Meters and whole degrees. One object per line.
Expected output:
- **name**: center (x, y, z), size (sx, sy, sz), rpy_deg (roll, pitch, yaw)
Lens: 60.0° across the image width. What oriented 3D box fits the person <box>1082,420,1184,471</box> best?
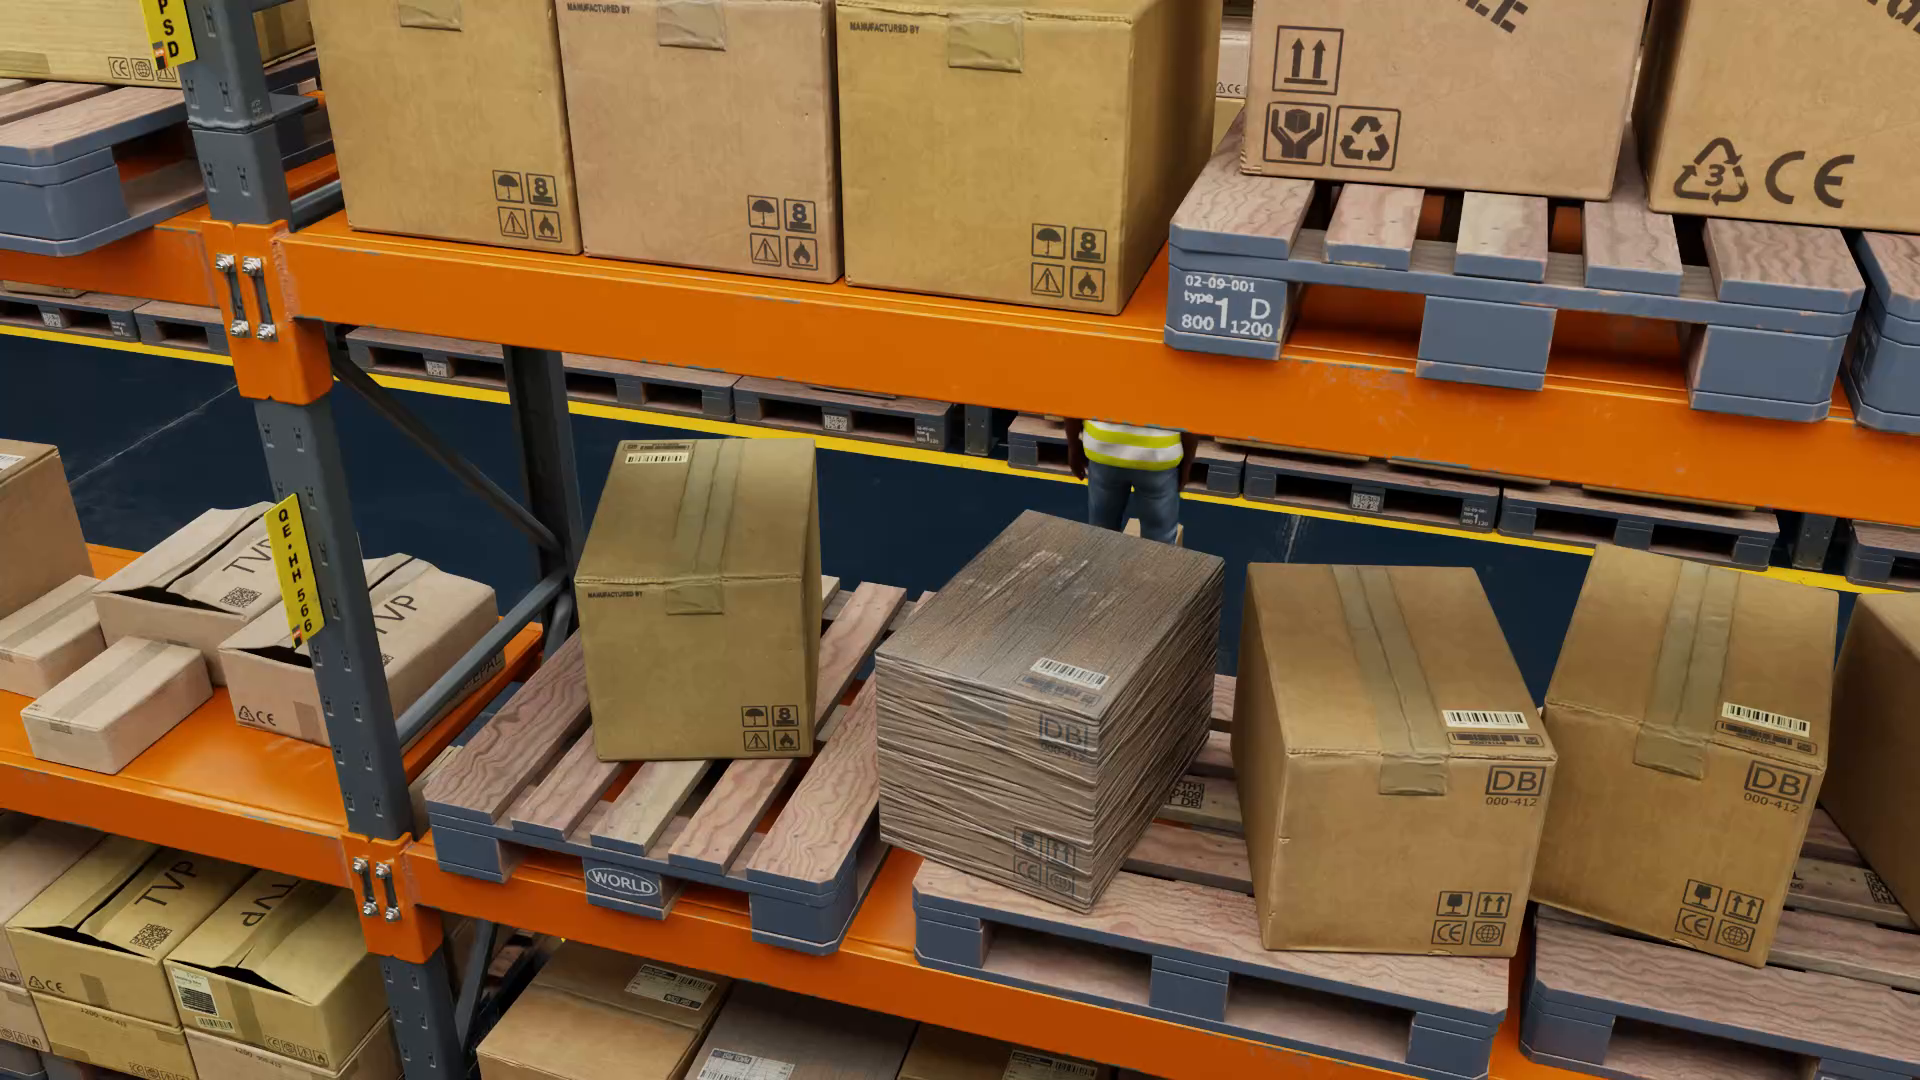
- **person**: center (-6.244, 2.446, 0.260), size (9.187, 3.229, 18.071), rpy_deg (9, 30, 16)
